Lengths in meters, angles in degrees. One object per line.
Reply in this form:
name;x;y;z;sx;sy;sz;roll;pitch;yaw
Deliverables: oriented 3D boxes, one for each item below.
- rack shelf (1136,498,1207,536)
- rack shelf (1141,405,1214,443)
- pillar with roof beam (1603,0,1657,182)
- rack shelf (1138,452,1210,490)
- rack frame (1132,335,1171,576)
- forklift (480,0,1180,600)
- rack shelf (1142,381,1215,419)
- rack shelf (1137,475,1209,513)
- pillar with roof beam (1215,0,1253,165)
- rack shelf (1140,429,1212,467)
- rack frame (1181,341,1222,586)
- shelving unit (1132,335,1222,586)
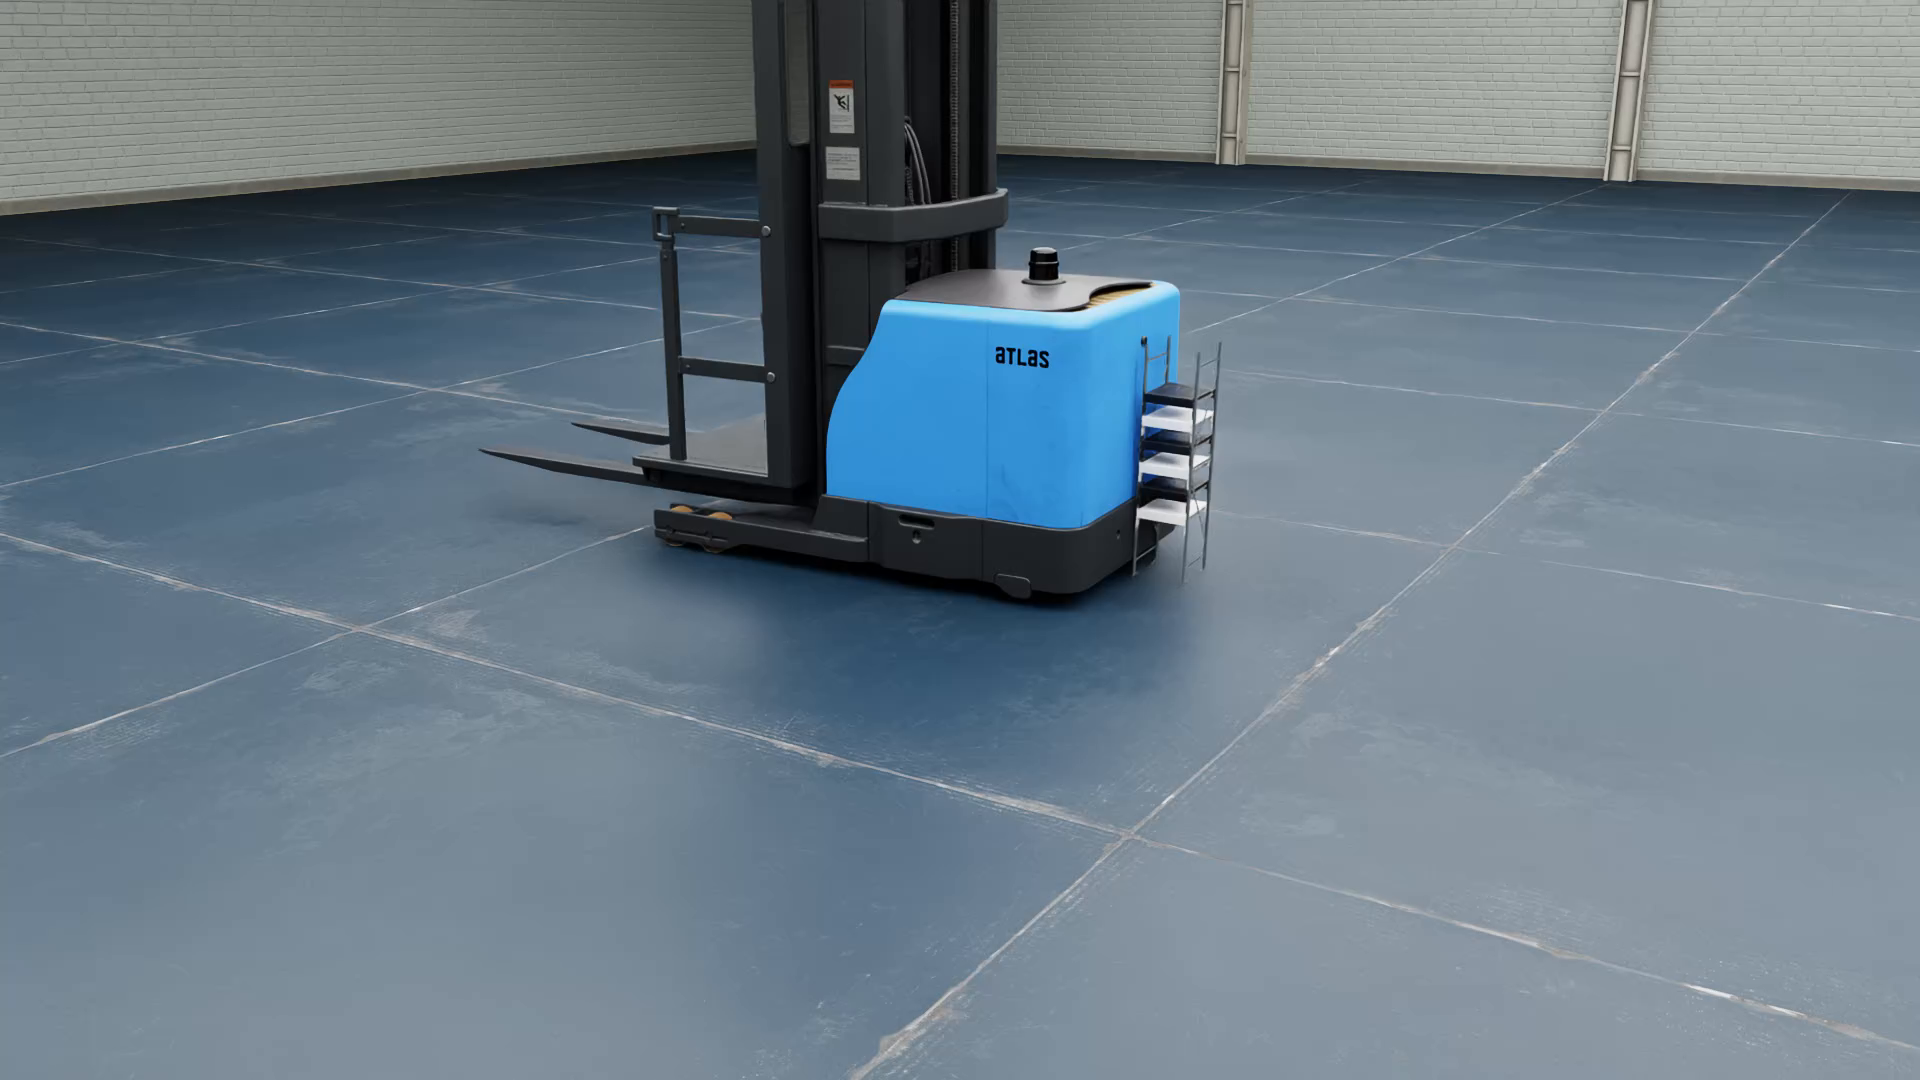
rack shelf;0.817;-0.099;6.383;0.200;0.077;0.258;11;20;27
rack shelf;0.826;-0.442;6.274;0.200;0.077;0.258;11;20;27
pillar with roof beam;7.241;-8.419;19.114;0.400;9.000;9.100;10;20;30
rack shelf;0.821;-0.271;6.329;0.200;0.077;0.258;11;20;27
rack frame;0.733;-0.320;6.365;0.006;0.900;0.240;11;20;27
forklift;-0.667;-1.472;6.683;3.031;2.935;1.130;9;19;27
rack shelf;0.828;-0.528;6.247;0.200;0.077;0.258;11;20;27
rack shelf;0.819;-0.185;6.356;0.200;0.077;0.258;11;20;27
pillar with roof beam;2.128;-9.331;22.118;0.400;9.000;9.100;10;20;30
rack shelf;0.823;-0.356;6.301;0.200;0.077;0.258;11;20;27
rack frame;0.911;-0.285;6.273;0.006;0.900;0.240;11;20;27
shelving unit;0.822;-0.303;6.319;0.210;0.900;0.258;11;20;27
